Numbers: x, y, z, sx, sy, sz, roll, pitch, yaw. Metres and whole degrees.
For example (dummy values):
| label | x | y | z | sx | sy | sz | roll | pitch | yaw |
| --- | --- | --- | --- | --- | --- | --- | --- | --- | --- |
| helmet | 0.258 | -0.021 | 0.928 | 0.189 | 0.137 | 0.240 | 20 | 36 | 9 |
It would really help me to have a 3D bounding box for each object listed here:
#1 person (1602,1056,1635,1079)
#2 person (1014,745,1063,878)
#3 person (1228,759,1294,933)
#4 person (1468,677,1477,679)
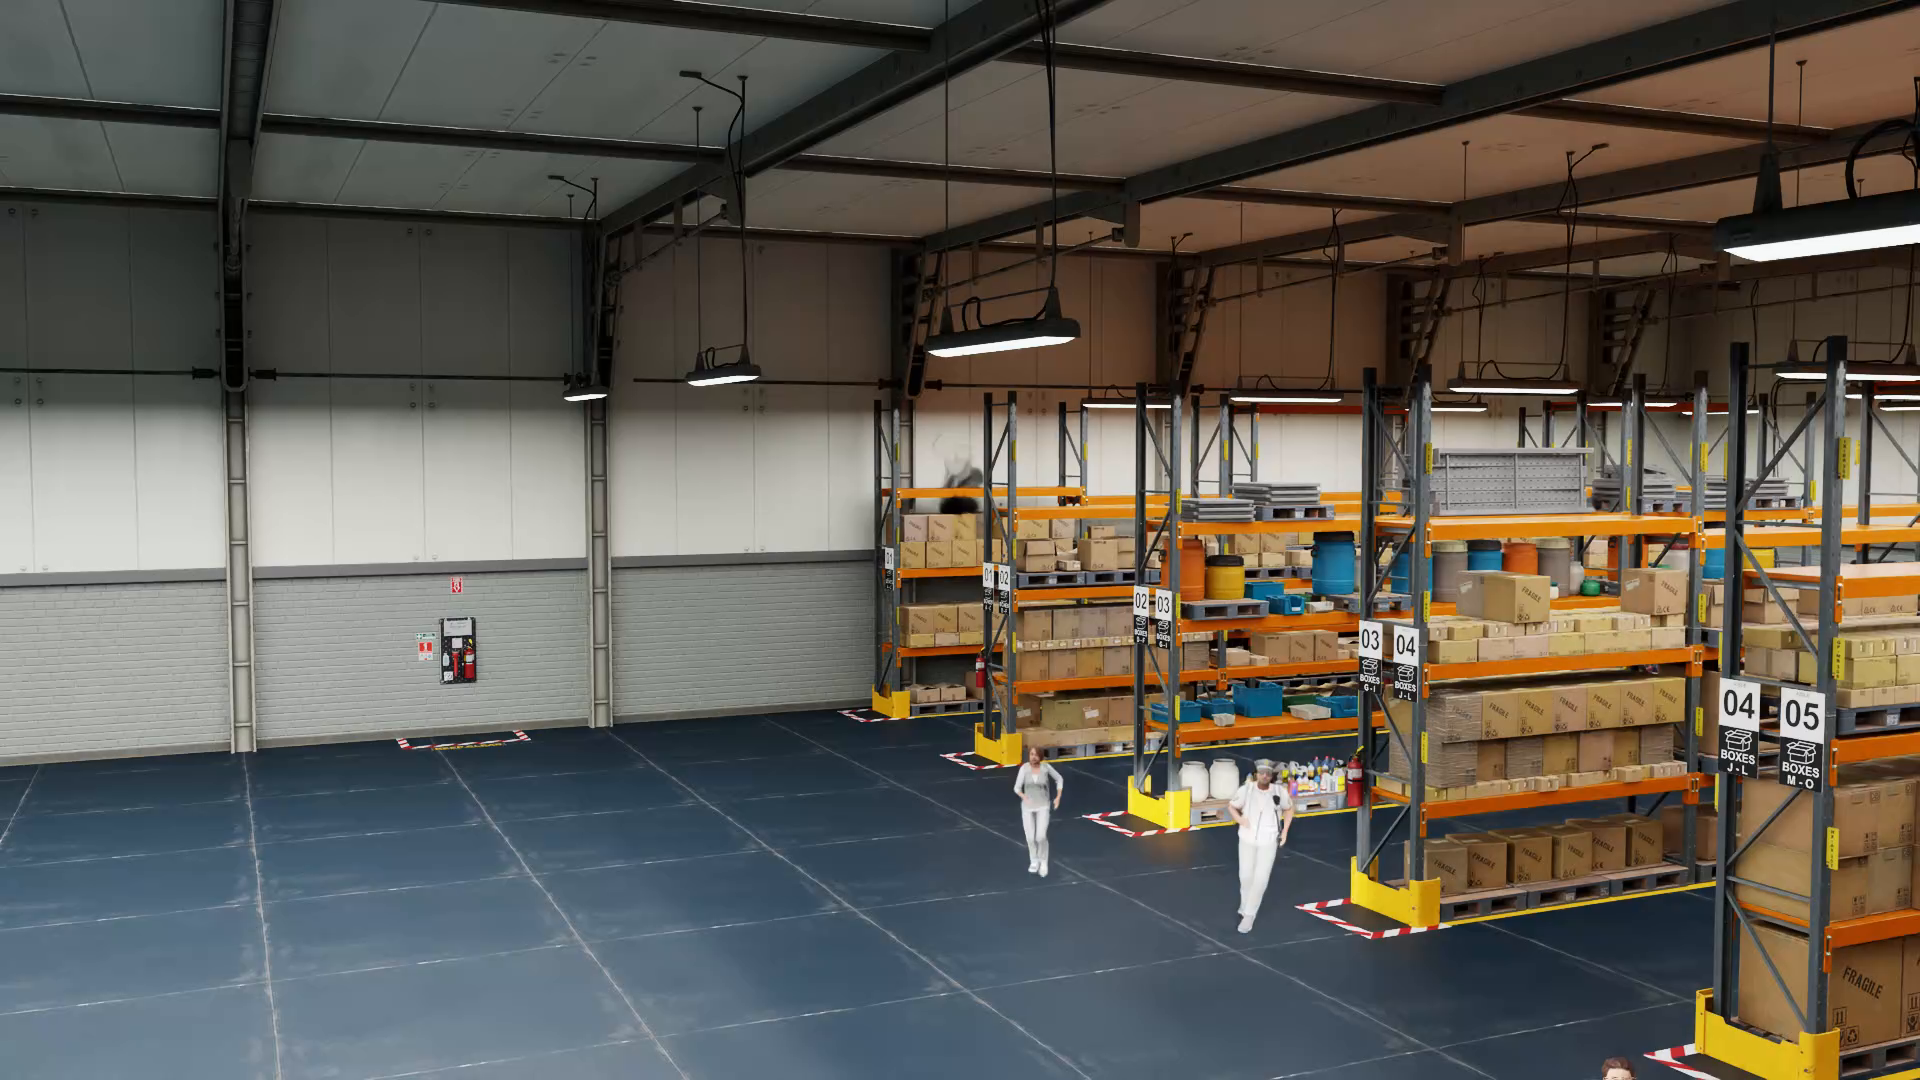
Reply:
| label | x | y | z | sx | sy | sz | roll | pitch | yaw |
| --- | --- | --- | --- | --- | --- | --- | --- | --- | --- |
| person | 3.752 | 3.766 | 9.494 | 0.572 | 1.662 | 0.839 | 1 | 4 | 23 |
| person | 0.921 | 3.224 | 19.753 | 0.562 | 1.595 | 0.642 | 1 | 3 | 11 |
| person | 3.206 | 3.238 | 17.845 | 0.678 | 1.811 | 0.792 | 1 | 4 | 20 |
| person | 8.252 | 2.789 | 26.940 | 0.633 | 1.629 | 0.581 | -2 | 4 | -33 |
